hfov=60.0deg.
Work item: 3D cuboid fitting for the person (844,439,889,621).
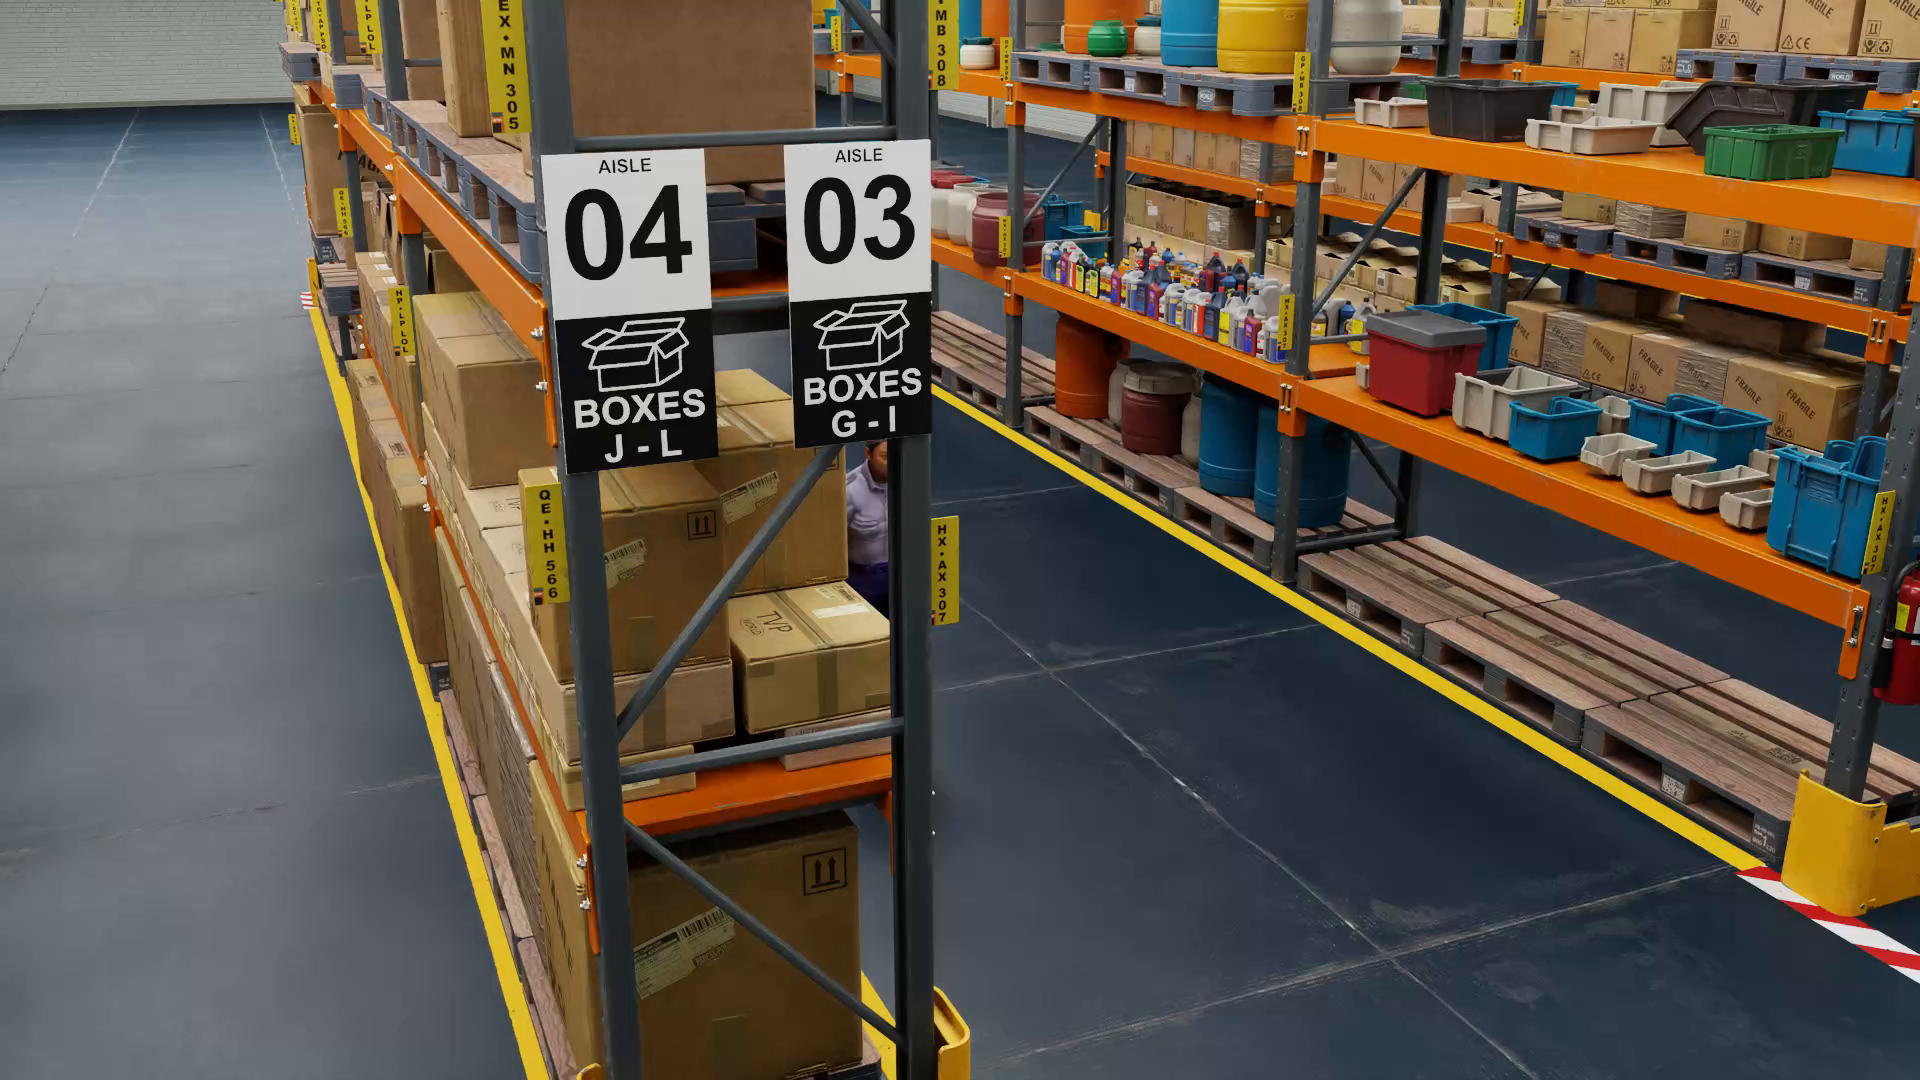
[{"bbox_3d":[-0.393,0.244,7.867,0.564,1.652,0.421,-9,21,-25],"label":"person"}]
